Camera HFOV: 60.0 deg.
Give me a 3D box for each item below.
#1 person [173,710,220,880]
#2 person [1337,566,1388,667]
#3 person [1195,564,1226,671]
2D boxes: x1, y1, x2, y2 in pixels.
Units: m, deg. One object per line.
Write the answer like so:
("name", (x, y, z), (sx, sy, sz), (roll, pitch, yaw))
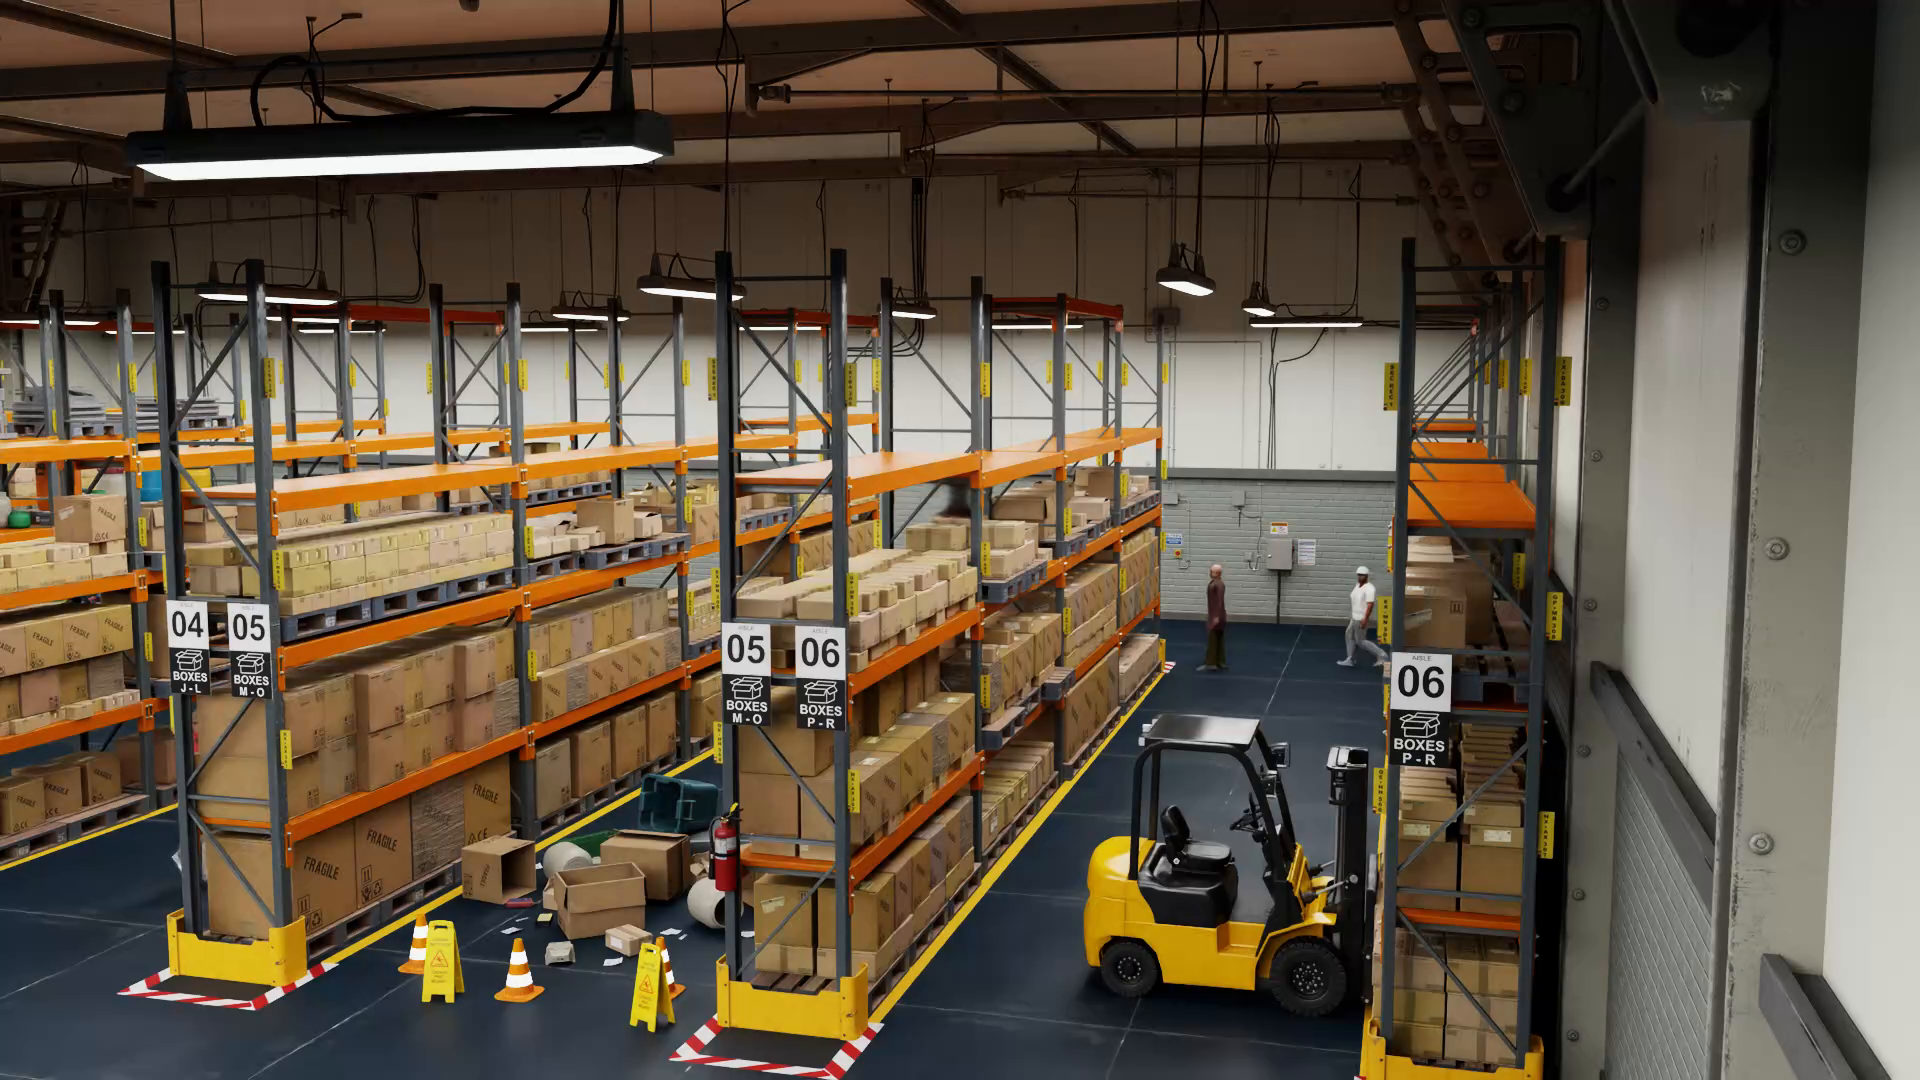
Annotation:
("person", (-7.560, 2.542, 16.620), (0.509, 1.715, 0.538), (-5, 8, -42))
("person", (6.854, 1.309, 28.253), (0.856, 1.731, 0.582), (2, 6, 14))
("person", (4.279, 1.306, 28.277), (0.529, 1.802, 0.675), (1, 6, 7))
